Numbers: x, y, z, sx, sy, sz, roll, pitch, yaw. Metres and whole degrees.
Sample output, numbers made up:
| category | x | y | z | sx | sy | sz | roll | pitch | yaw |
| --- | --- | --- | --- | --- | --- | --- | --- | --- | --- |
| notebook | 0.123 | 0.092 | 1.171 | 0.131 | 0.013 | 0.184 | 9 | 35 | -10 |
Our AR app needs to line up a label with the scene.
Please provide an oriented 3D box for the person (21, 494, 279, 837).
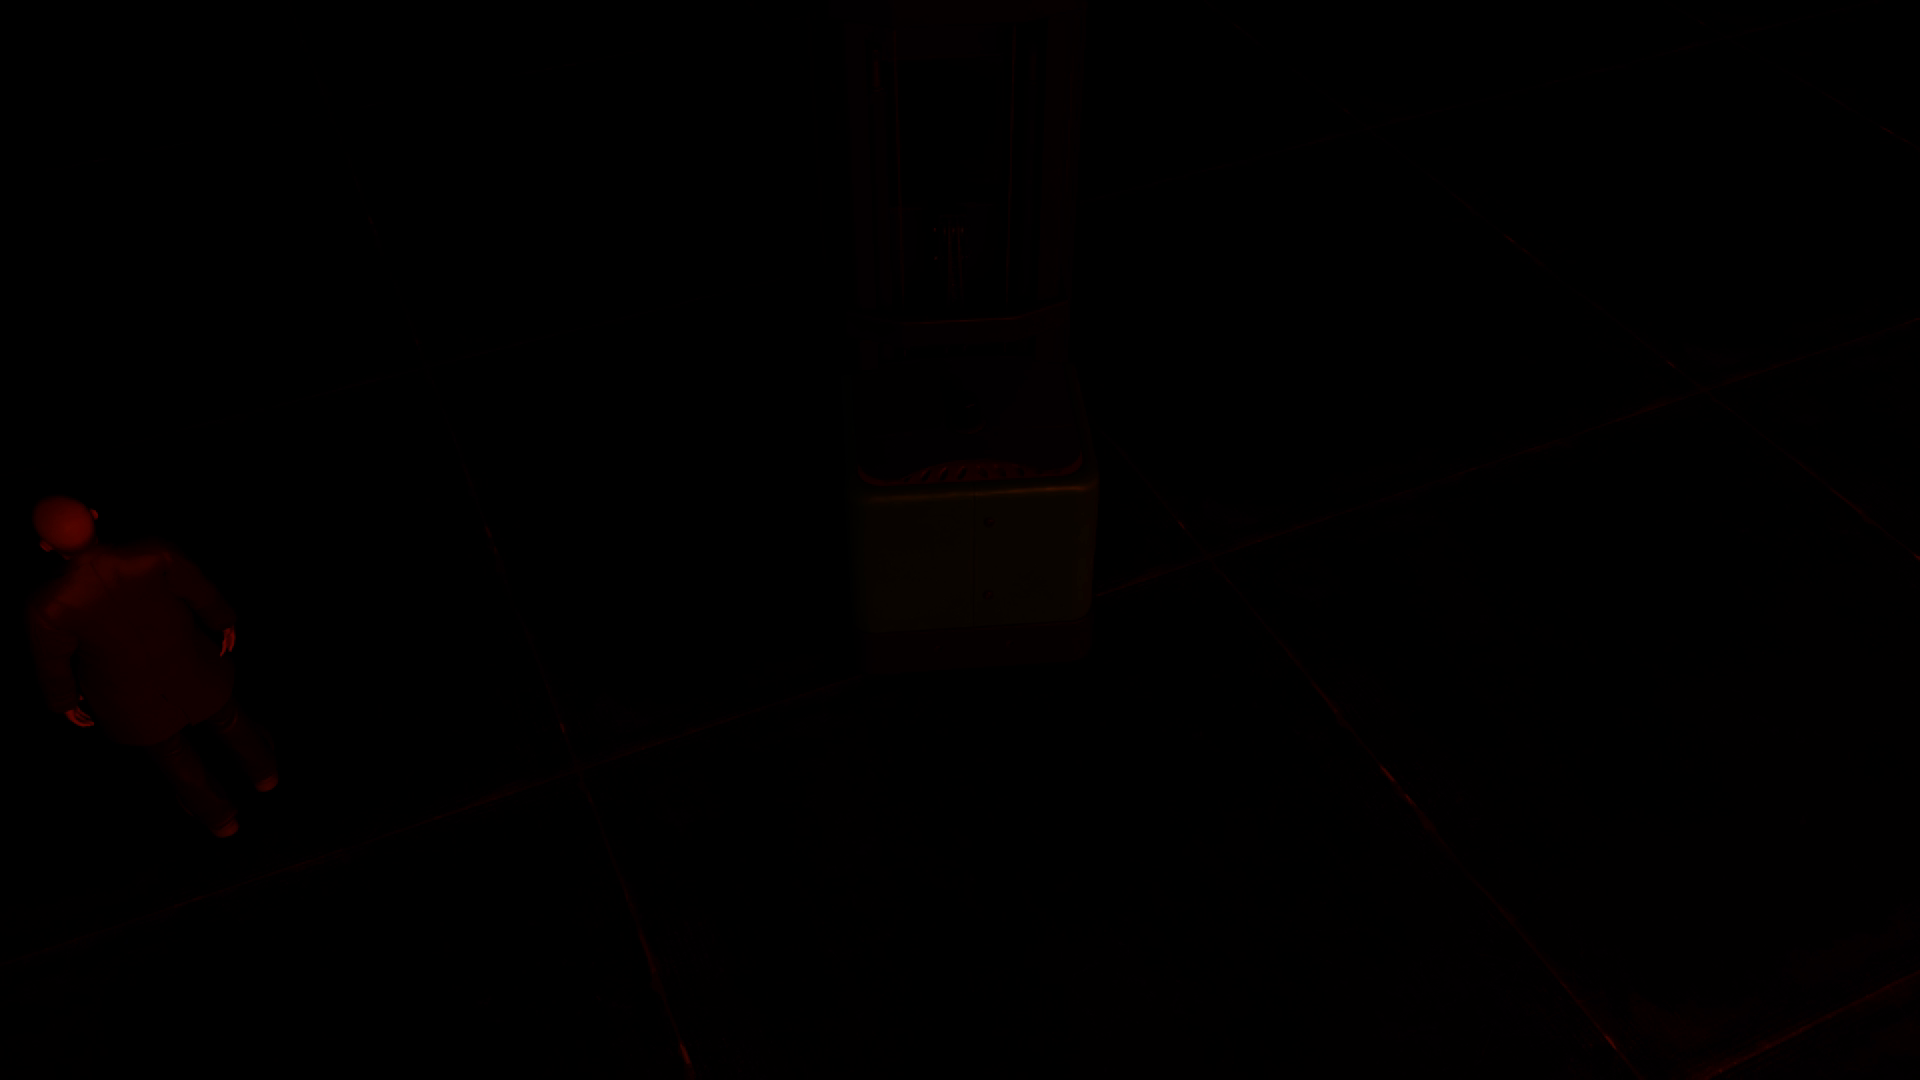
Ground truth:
| category | x | y | z | sx | sy | sz | roll | pitch | yaw |
| --- | --- | --- | --- | --- | --- | --- | --- | --- | --- |
| person | -2.991 | 0.418 | 6.067 | 0.695 | 1.776 | 0.583 | -29 | 50 | -27 |

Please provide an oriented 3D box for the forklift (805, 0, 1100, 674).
| category | x | y | z | sx | sy | sz | roll | pitch | yaw |
| --- | --- | --- | --- | --- | --- | --- | --- | --- | --- |
| forklift | -0.076 | -1.499 | 7.287 | 1.130 | 2.935 | 3.031 | -3 | 43 | -4 |
